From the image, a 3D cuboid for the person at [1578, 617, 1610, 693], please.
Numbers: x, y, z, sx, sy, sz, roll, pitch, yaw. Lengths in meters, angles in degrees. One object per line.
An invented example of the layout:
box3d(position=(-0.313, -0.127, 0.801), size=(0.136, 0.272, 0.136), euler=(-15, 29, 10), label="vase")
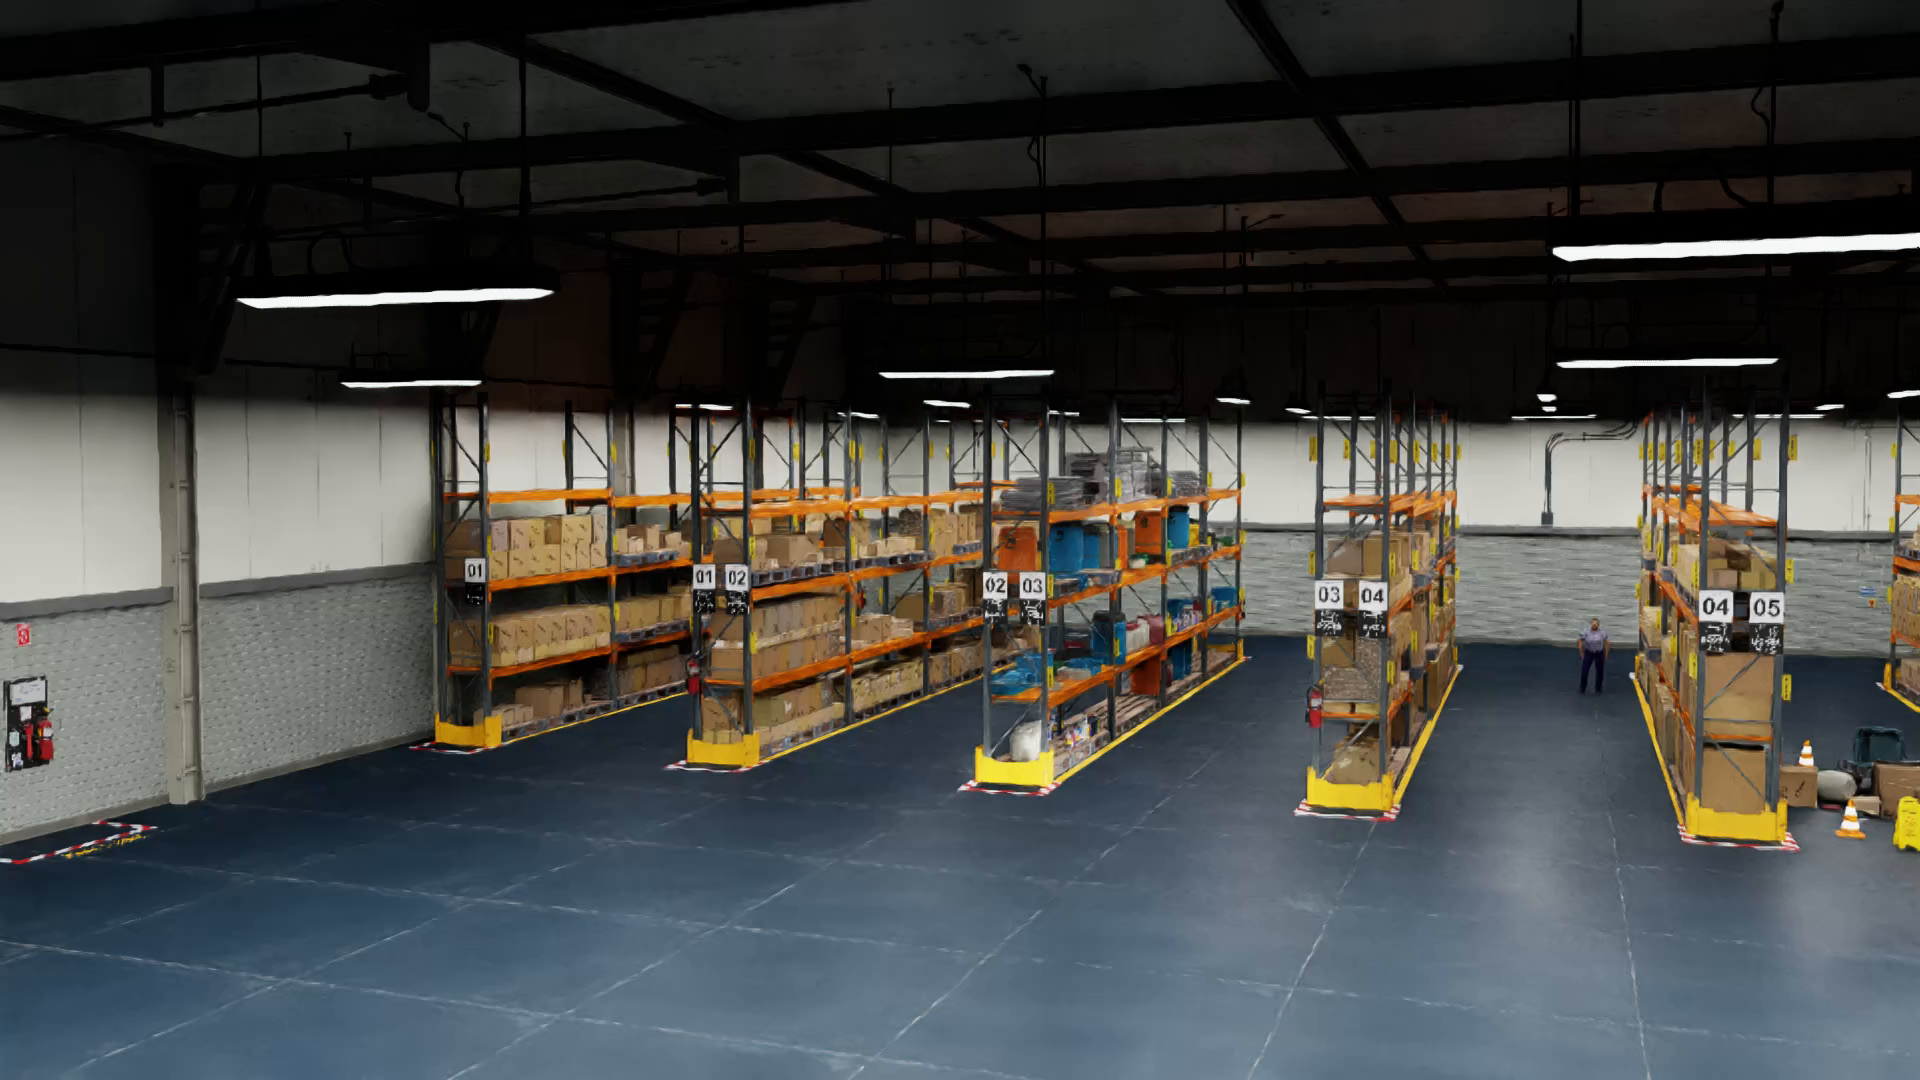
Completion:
box3d(position=(13.110, 2.380, 34.416), size=(0.621, 1.595, 0.513), euler=(1, 3, 18), label="person")
